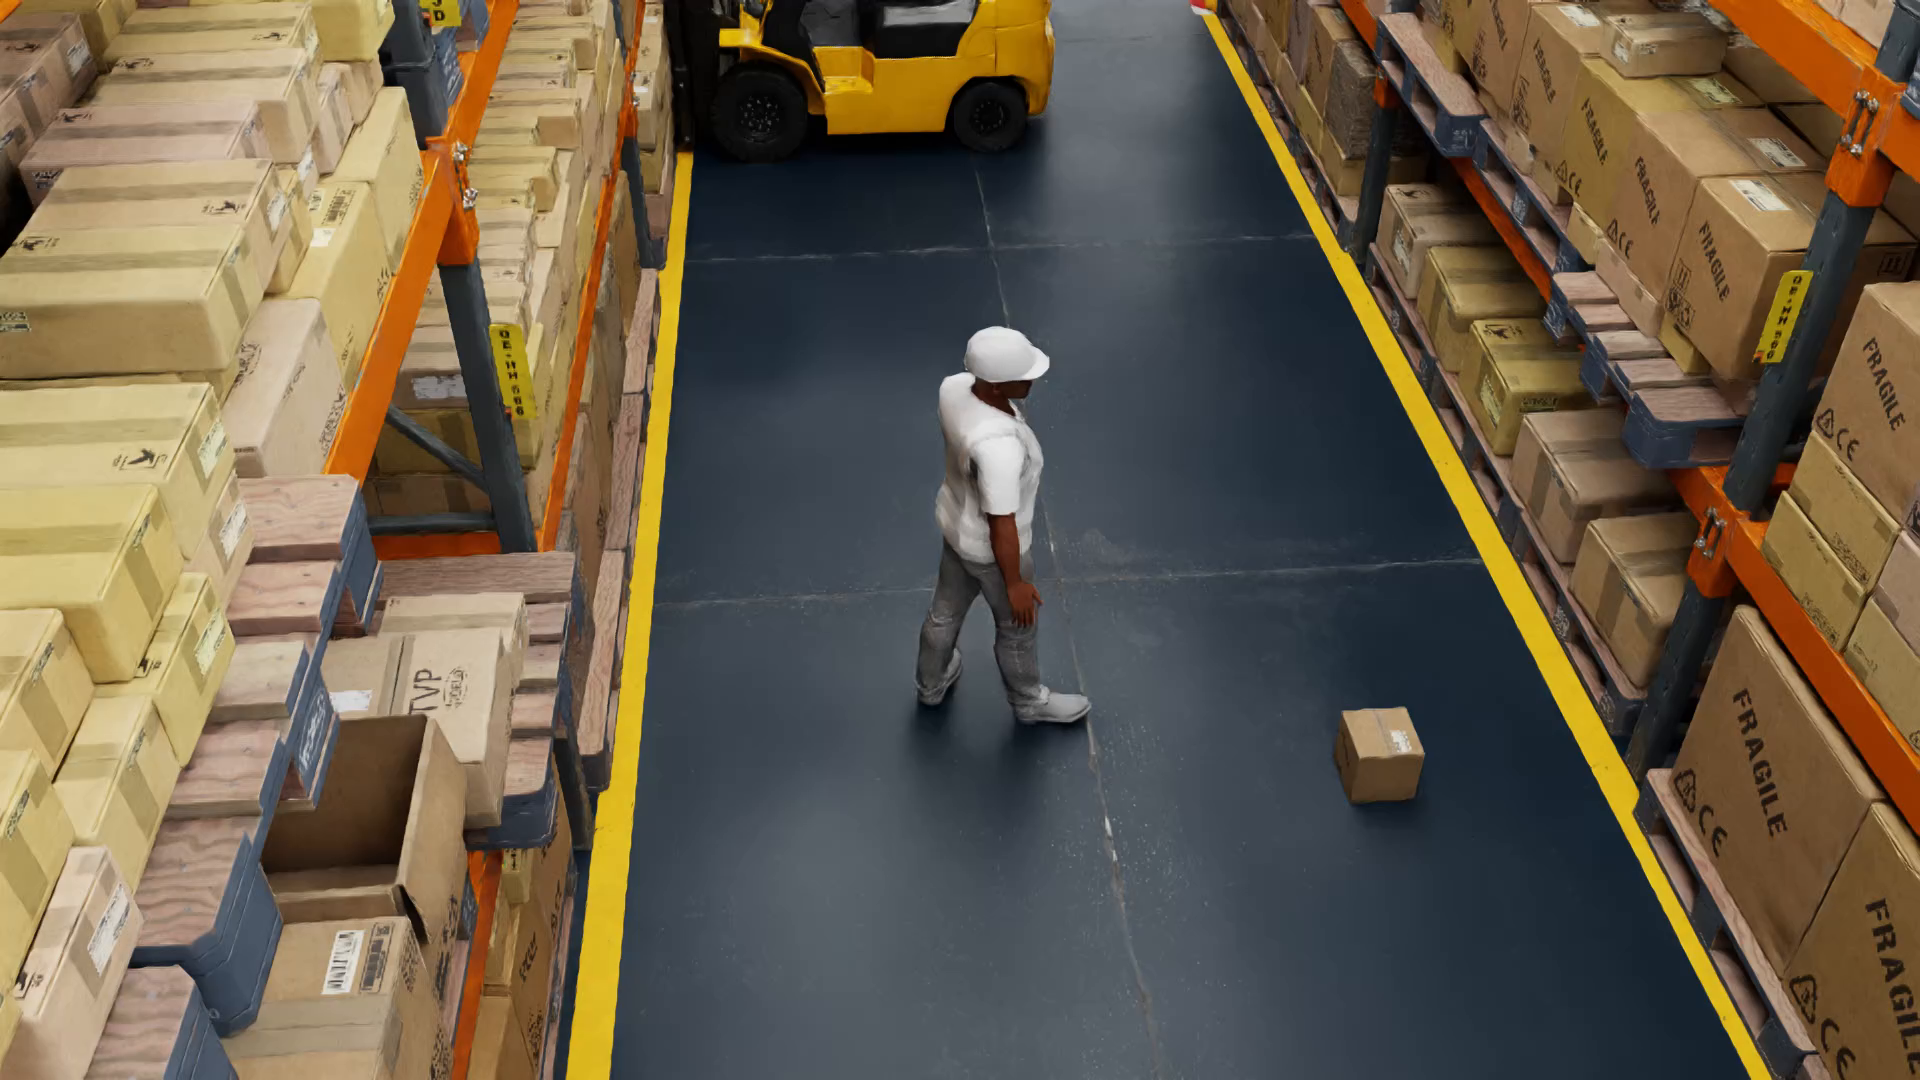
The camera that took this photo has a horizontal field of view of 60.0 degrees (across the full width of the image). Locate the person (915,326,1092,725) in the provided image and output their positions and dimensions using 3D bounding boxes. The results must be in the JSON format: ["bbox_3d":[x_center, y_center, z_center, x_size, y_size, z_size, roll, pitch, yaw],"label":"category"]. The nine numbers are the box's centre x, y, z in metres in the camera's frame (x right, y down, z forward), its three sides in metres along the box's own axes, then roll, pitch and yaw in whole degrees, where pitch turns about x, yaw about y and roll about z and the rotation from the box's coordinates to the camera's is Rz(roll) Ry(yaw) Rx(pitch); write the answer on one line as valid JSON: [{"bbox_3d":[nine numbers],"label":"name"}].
[{"bbox_3d":[0.167,-0.018,6.146,0.632,1.766,0.709,-14,41,-17],"label":"person"}]
